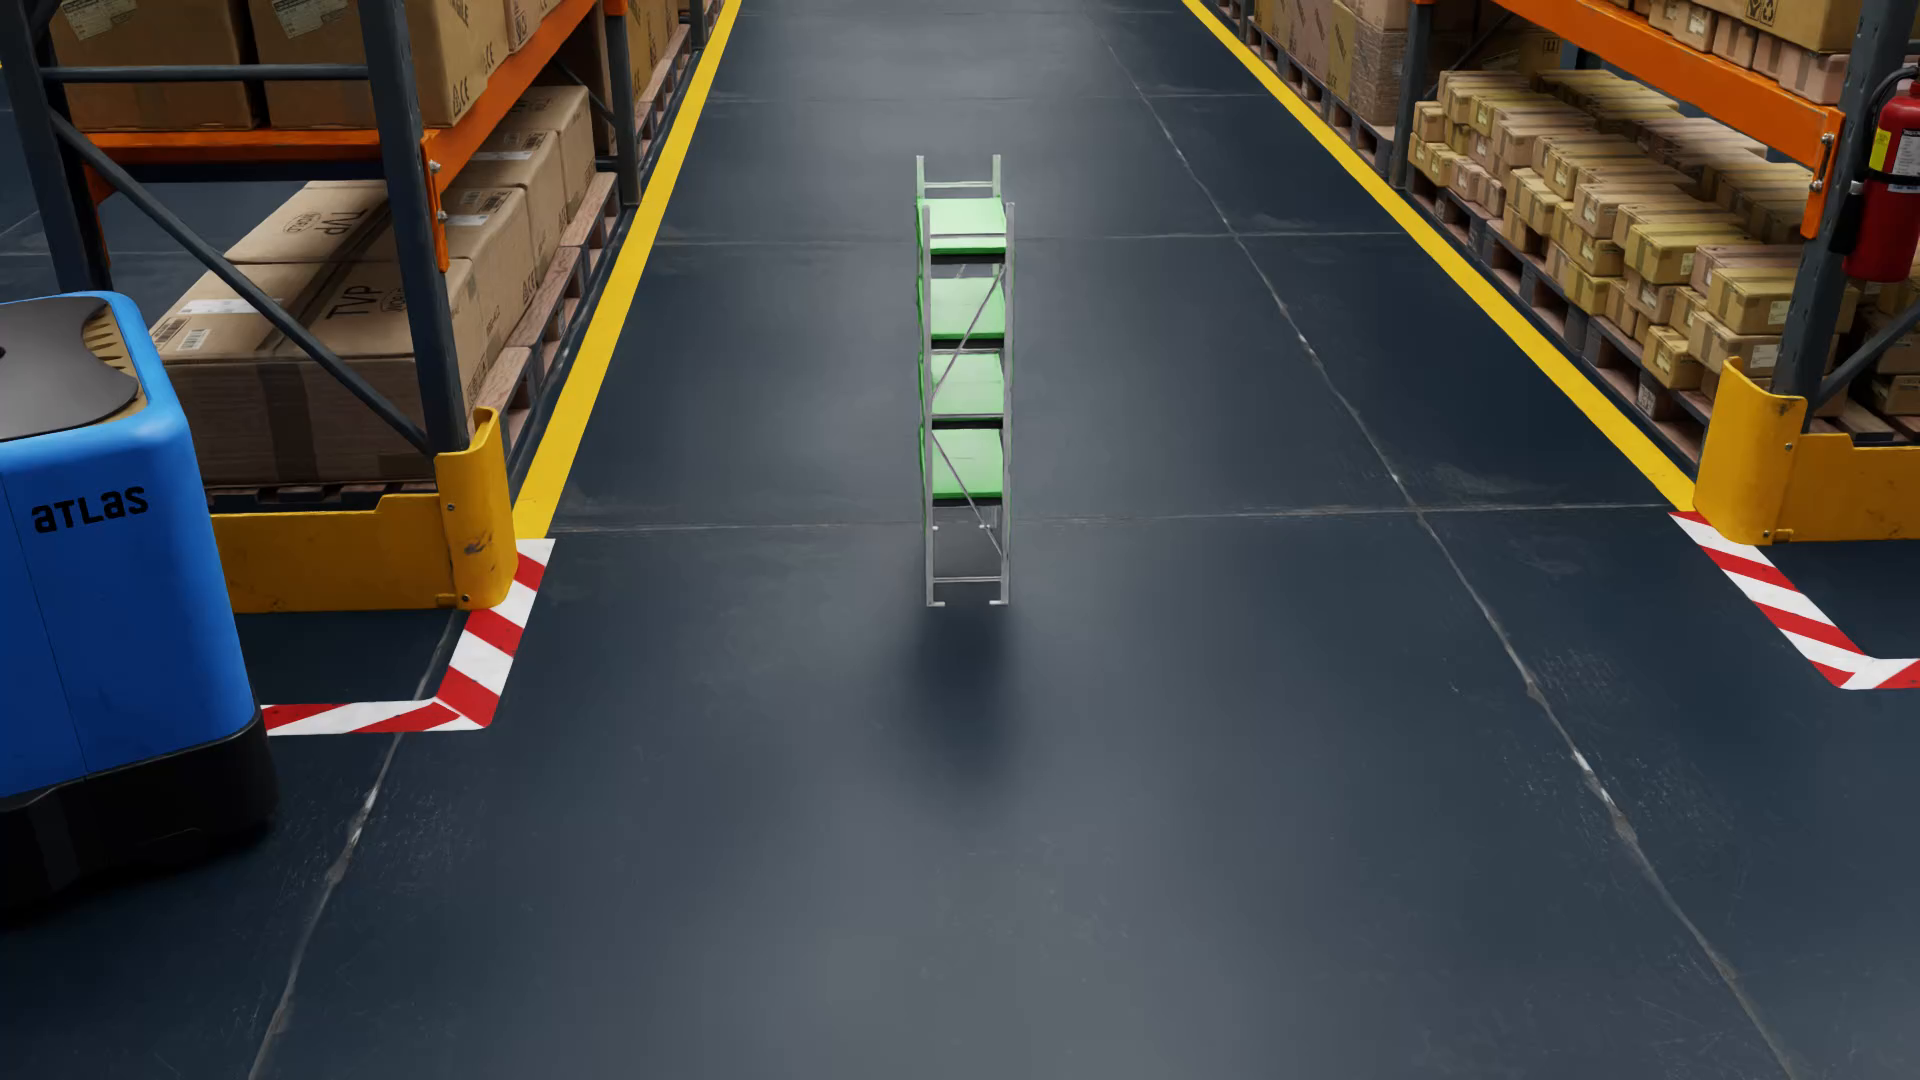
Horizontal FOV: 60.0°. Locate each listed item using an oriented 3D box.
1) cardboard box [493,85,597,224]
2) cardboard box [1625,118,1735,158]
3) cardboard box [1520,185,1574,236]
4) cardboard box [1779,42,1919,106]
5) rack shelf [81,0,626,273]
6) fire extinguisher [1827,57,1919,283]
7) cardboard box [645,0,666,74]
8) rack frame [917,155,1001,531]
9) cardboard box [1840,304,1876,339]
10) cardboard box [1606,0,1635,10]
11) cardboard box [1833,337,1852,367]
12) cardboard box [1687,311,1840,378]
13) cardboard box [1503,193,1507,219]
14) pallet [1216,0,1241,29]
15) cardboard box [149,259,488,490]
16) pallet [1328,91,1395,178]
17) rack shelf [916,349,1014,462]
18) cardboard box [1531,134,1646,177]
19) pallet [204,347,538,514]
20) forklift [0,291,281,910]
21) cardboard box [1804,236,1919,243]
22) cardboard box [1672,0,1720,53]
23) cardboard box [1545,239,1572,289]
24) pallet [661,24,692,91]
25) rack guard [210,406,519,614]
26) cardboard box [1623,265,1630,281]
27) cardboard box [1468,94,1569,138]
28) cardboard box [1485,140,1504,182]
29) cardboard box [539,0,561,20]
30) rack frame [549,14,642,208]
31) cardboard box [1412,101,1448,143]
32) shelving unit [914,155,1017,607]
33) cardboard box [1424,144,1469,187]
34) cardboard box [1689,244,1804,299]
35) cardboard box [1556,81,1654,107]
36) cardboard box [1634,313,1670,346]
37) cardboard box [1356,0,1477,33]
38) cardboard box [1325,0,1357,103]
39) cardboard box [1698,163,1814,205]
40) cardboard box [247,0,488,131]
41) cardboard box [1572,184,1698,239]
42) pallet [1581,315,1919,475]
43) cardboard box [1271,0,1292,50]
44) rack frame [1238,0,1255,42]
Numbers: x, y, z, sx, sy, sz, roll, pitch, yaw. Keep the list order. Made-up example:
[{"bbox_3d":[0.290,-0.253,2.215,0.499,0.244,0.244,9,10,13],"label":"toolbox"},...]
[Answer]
[{"bbox_3d":[-2.219,-1.808,7.789,0.875,0.438,0.875,-2,28,-3],"label":"cardboard box"},{"bbox_3d":[3.187,-1.768,7.382,0.380,0.149,0.250,-3,28,-5],"label":"cardboard box"},{"bbox_3d":[2.584,-1.384,6.968,0.380,0.149,0.250,-1,28,-2],"label":"cardboard box"},{"bbox_3d":[2.703,-1.402,4.965,0.380,0.149,0.250,-1,28,-3],"label":"cardboard box"},{"bbox_3d":[-2.040,-1.808,6.250,1.077,0.370,4.000,-1,28,-3],"label":"rack shelf"},{"bbox_3d":[2.554,-1.042,4.491,0.296,0.674,0.183,-1,28,-3],"label":"fire extinguisher"},{"bbox_3d":[-2.358,-3.409,10.385,0.875,0.875,0.875,-1,28,-2],"label":"cardboard box"},{"bbox_3d":[-0.004,-0.568,5.042,0.240,1.200,0.015,-1,28,-3],"label":"rack frame"},{"bbox_3d":[3.273,-0.799,5.846,0.380,0.149,0.250,-2,28,-3],"label":"cardboard box"},{"bbox_3d":[2.693,-2.121,6.344,0.380,0.149,0.250,-1,28,-2],"label":"cardboard box"},{"bbox_3d":[3.199,-0.660,5.901,0.380,0.149,0.250,-1,28,-3],"label":"cardboard box"},{"bbox_3d":[2.690,-0.660,5.579,0.380,0.149,0.250,-2,28,-4],"label":"cardboard box"},{"bbox_3d":[2.682,-1.487,7.486,0.380,0.149,0.250,-3,28,-5],"label":"cardboard box"},{"bbox_3d":[2.618,-4.193,13.062,1.003,0.211,1.213,-1,28,-3],"label":"pallet"},{"bbox_3d":[-2.070,-0.556,5.388,0.875,0.438,0.875,-2,28,-4],"label":"cardboard box"},{"bbox_3d":[2.751,-2.340,9.508,1.003,0.211,1.213,-1,28,-3],"label":"pallet"},{"bbox_3d":[0.009,-0.399,4.856,0.258,0.148,0.480,-1,28,-3],"label":"rack shelf"},{"bbox_3d":[2.687,-1.631,7.119,0.380,0.149,0.250,-2,28,-5],"label":"cardboard box"},{"bbox_3d":[-2.056,-0.334,5.662,1.003,0.211,1.213,-1,28,-3],"label":"pallet"},{"bbox_3d":[-3.133,-0.451,2.946,3.031,2.935,1.130,-15,31,-27],"label":"forklift"},{"bbox_3d":[3.294,-1.049,6.003,0.380,0.149,0.250,-1,28,-3],"label":"cardboard box"},{"bbox_3d":[2.663,-1.750,5.634,0.380,0.149,0.250,-1,28,-1],"label":"cardboard box"},{"bbox_3d":[2.628,-1.127,6.795,0.380,0.149,0.250,-1,28,-2],"label":"cardboard box"},{"bbox_3d":[-2.388,-3.295,11.340,1.003,0.211,1.213,-1,28,-3],"label":"pallet"},{"bbox_3d":[-1.935,-0.084,4.870,1.175,0.500,0.348,-1,28,-3],"label":"rack guard"},{"bbox_3d":[2.749,-1.027,6.282,0.380,0.149,0.250,-2,28,-3],"label":"cardboard box"},{"bbox_3d":[2.622,-1.994,7.815,0.380,0.149,0.250,-2,28,-3],"label":"cardboard box"},{"bbox_3d":[2.655,-1.744,7.658,0.380,0.149,0.250,-3,28,-5],"label":"cardboard box"},{"bbox_3d":[-1.780,-2.175,6.069,0.500,0.500,0.500,0,28,-1],"label":"cardboard box"},{"bbox_3d":[-2.145,-3.050,7.855,1.000,3.000,0.127,-1,28,-3],"label":"rack frame"},{"bbox_3d":[2.493,-2.095,8.331,0.380,0.149,0.250,0,28,0],"label":"cardboard box"},{"bbox_3d":[0.009,-0.456,4.826,0.258,1.200,0.503,-1,28,-3],"label":"shelving unit"},{"bbox_3d":[2.505,-1.840,8.163,0.380,0.149,0.250,-1,28,-1],"label":"cardboard box"},{"bbox_3d":[2.766,-0.911,5.738,0.380,0.149,0.250,-1,28,-2],"label":"cardboard box"},{"bbox_3d":[3.125,-2.127,8.071,0.380,0.149,0.250,-1,28,-2],"label":"cardboard box"},{"bbox_3d":[2.724,-0.770,6.111,0.380,0.149,0.250,-2,28,-3],"label":"cardboard box"},{"bbox_3d":[2.502,-2.965,9.129,0.500,0.250,0.500,-2,28,-4],"label":"cardboard box"},{"bbox_3d":[2.477,-2.867,9.752,0.500,0.500,0.500,-2,28,-4],"label":"cardboard box"},{"bbox_3d":[3.226,-1.413,6.700,0.380,0.149,0.250,-1,28,-2],"label":"cardboard box"},{"bbox_3d":[-1.674,-1.476,4.728,0.500,0.500,0.500,-2,28,-3],"label":"cardboard box"},{"bbox_3d":[2.605,-1.271,6.429,0.380,0.149,0.250,0,28,-1],"label":"cardboard box"},{"bbox_3d":[2.991,-0.544,6.065,1.003,0.211,1.213,-1,28,-3],"label":"pallet"},{"bbox_3d":[2.396,-3.577,11.113,0.500,0.500,0.500,-1,28,-2],"label":"cardboard box"},{"bbox_3d":[2.584,-5.064,11.715,1.000,3.000,0.127,-1,28,-3],"label":"rack frame"}]
